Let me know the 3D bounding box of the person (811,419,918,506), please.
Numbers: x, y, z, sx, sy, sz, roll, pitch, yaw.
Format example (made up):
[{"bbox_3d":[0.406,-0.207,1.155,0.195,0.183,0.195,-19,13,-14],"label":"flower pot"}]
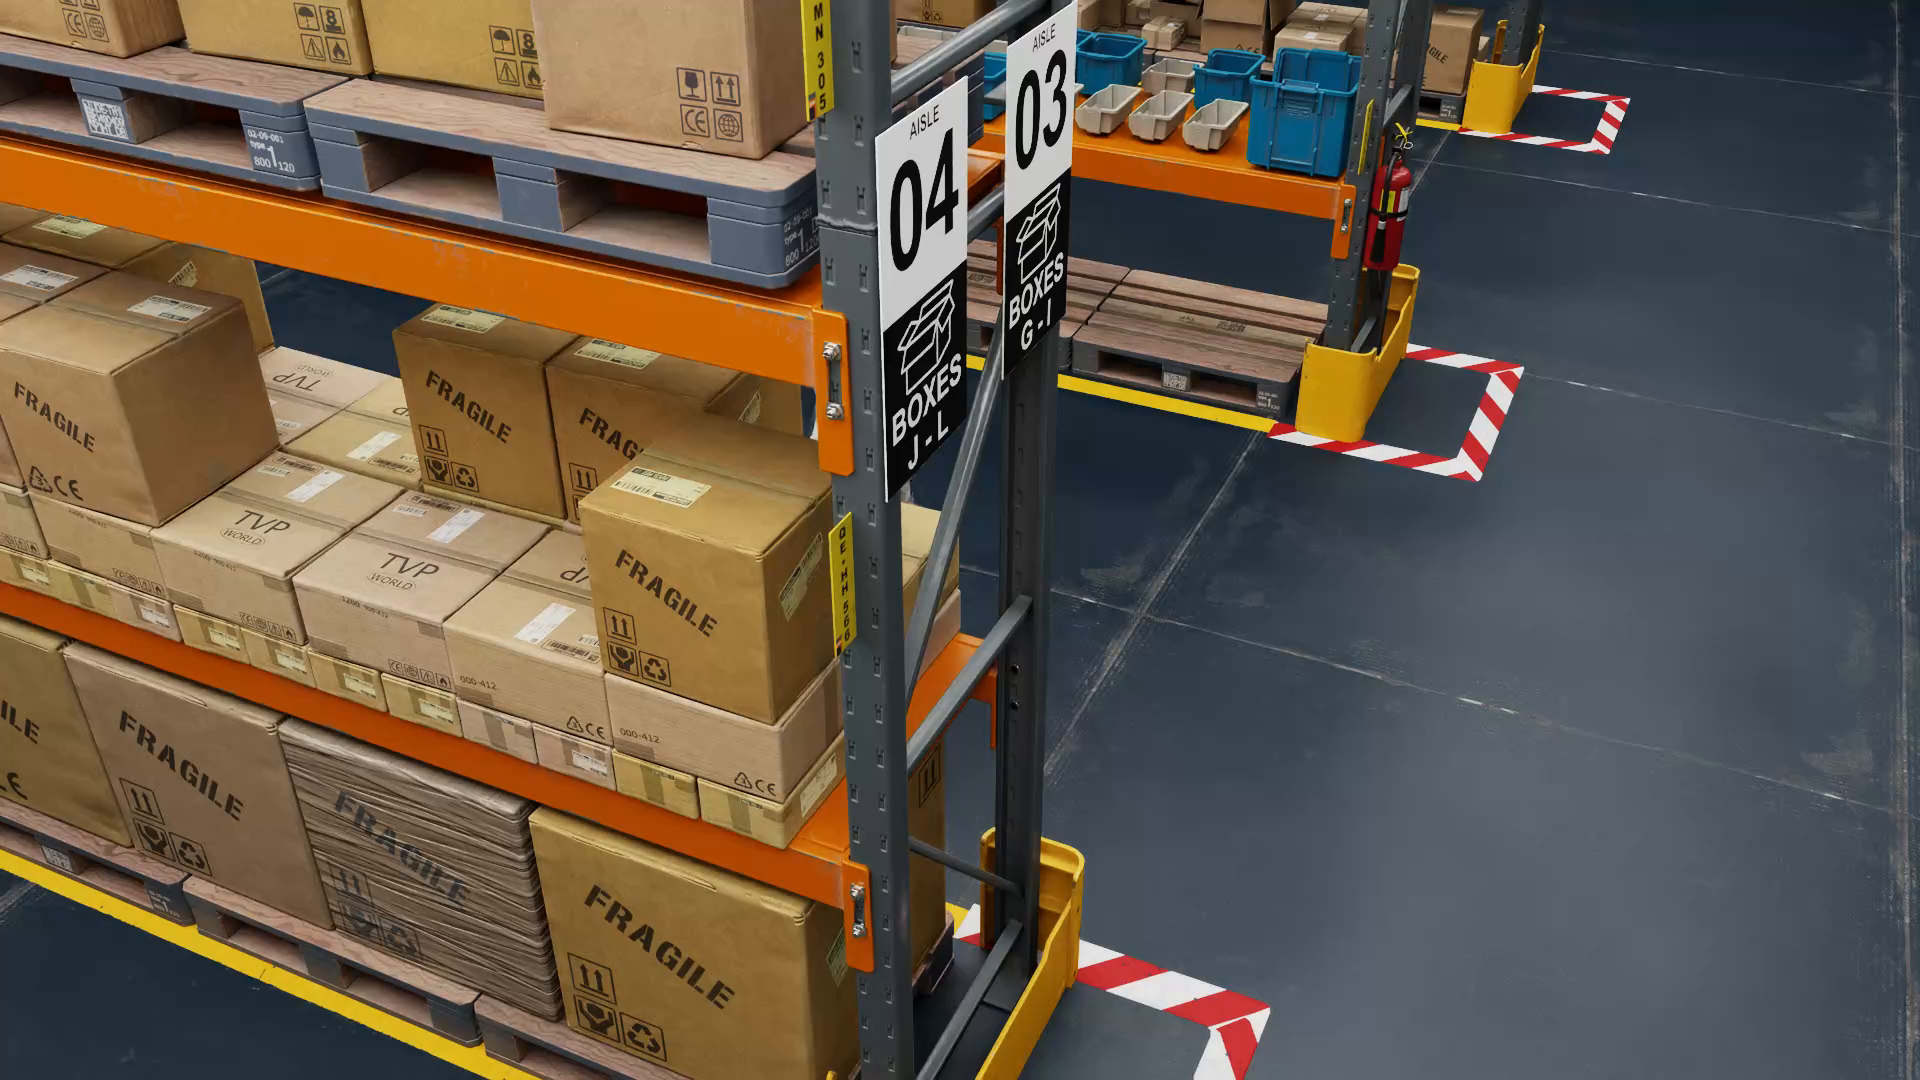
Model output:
[{"bbox_3d":[-0.345,-0.256,6.549,0.697,1.731,0.790,26,41,33],"label":"person"}]
